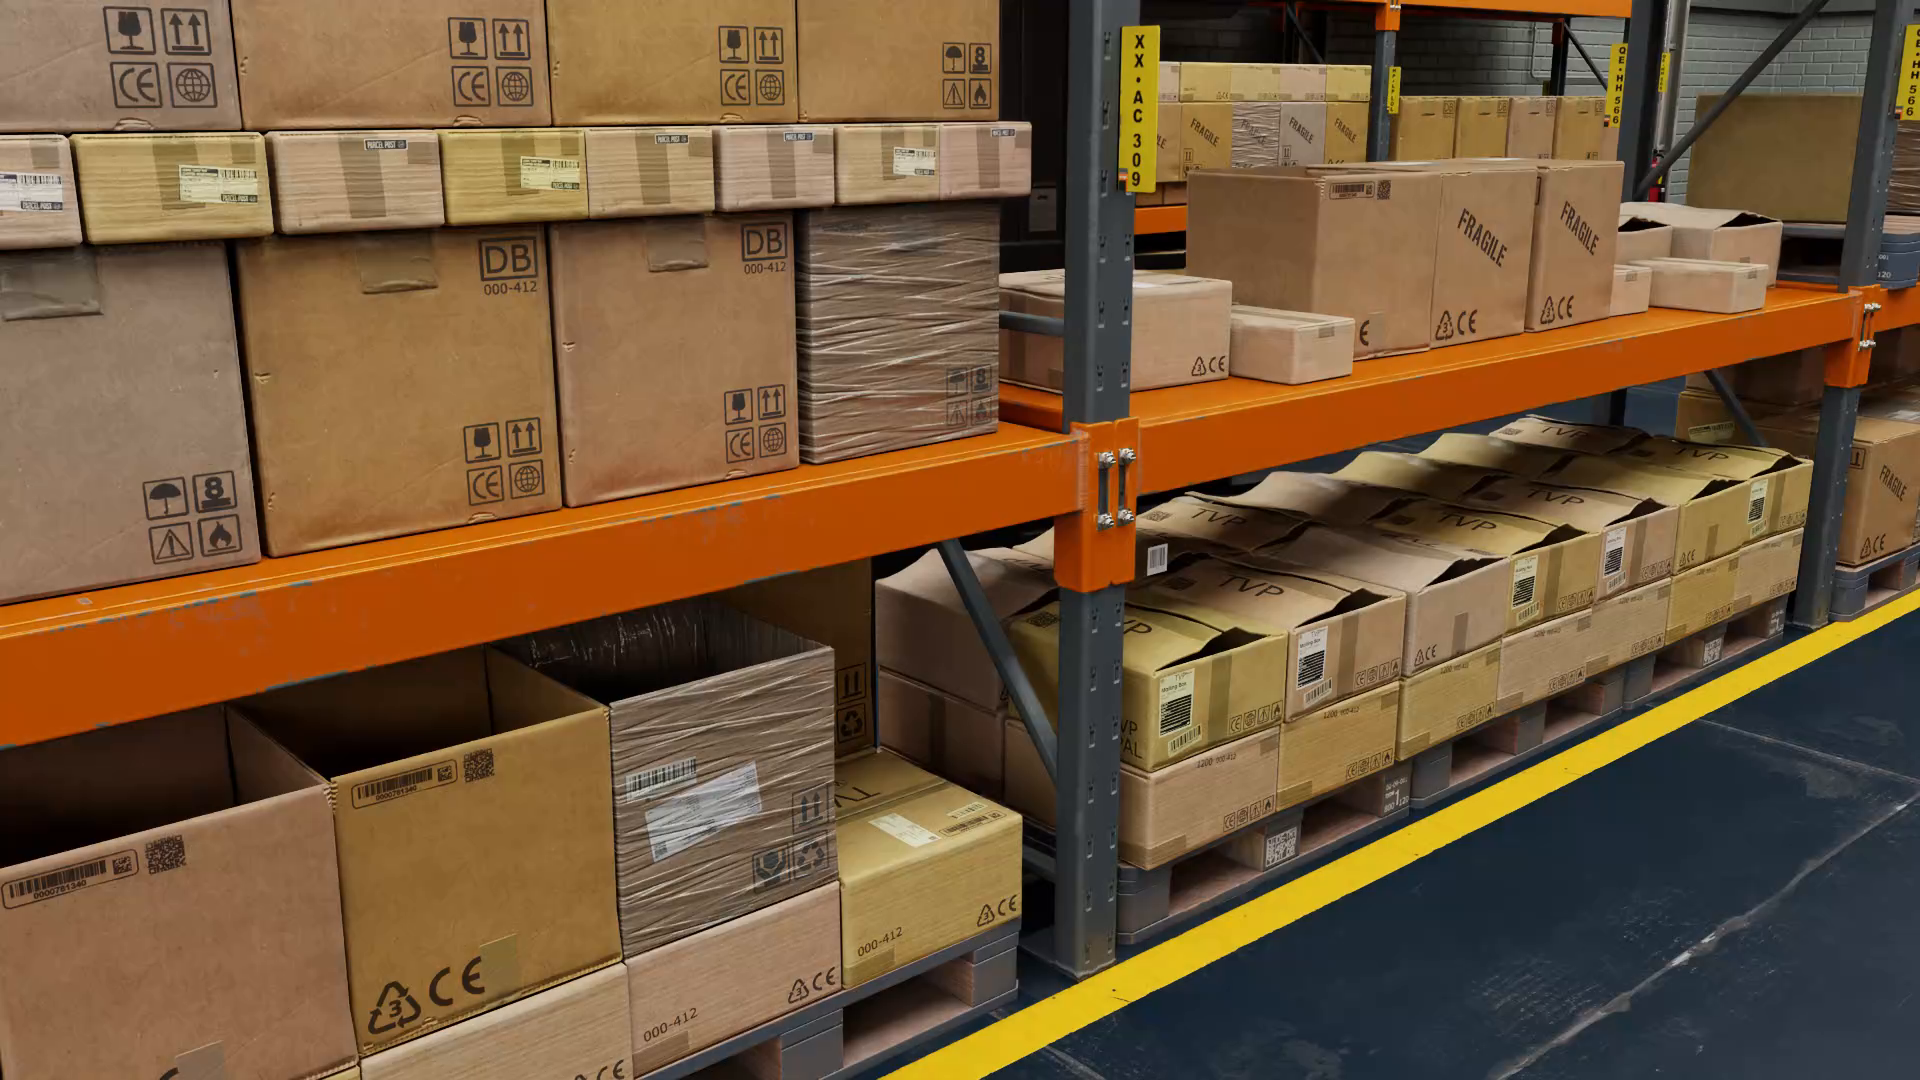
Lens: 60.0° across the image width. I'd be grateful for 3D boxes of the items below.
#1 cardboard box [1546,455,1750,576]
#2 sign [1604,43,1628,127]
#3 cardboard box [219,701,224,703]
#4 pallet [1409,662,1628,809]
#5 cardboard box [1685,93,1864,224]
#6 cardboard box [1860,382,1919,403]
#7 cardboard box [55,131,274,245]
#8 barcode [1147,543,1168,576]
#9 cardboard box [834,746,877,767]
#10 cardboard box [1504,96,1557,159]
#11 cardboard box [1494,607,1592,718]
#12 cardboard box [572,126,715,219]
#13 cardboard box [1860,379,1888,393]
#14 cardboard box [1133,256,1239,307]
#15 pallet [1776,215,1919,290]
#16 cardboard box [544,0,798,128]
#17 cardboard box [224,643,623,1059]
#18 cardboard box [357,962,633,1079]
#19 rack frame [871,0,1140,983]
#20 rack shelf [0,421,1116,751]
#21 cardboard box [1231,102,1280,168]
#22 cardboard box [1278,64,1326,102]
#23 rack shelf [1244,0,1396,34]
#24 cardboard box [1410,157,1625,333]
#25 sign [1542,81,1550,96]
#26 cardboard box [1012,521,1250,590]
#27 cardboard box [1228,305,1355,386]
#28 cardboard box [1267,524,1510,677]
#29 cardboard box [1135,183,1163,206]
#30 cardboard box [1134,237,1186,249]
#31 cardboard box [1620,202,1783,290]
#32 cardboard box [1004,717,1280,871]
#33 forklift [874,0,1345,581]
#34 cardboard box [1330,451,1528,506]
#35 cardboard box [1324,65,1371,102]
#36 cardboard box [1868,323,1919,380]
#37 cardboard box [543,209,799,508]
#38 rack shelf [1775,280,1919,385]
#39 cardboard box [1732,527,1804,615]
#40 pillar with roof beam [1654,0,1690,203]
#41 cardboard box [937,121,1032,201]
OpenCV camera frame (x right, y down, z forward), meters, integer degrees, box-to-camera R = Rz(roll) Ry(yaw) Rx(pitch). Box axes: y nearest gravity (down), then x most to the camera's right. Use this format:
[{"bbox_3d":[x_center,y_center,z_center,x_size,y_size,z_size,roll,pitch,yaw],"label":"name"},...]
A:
[{"bbox_3d":[2.393,-0.121,5.816,0.500,0.311,0.500,-13,20,-40],"label":"cardboard box"},{"bbox_3d":[2.651,-1.826,6.684,0.005,0.325,0.100,-13,19,-39],"label":"sign"},{"bbox_3d":[-1.313,0.427,3.401,0.500,0.500,0.500,-13,19,-39],"label":"cardboard box"},{"bbox_3d":[1.448,0.484,5.531,1.213,0.211,1.003,-13,19,-39],"label":"pallet"},{"bbox_3d":[3.416,-1.581,6.849,0.700,0.500,0.500,8,17,28],"label":"cardboard box"},{"bbox_3d":[4.318,-0.401,7.431,0.500,0.500,0.500,-13,20,-40],"label":"cardboard box"},{"bbox_3d":[-1.225,-0.537,2.497,0.250,0.149,0.380,-12,19,-38],"label":"cardboard box"},{"bbox_3d":[0.463,0.046,3.898,0.075,0.075,0.001,-13,19,-39],"label":"barcode"},{"bbox_3d":[-0.552,0.622,4.125,0.500,0.250,0.500,-13,19,-39],"label":"cardboard box"},{"bbox_3d":[4.294,-3.324,13.800,0.700,0.700,0.980,-14,20,-42],"label":"cardboard box"},{"bbox_3d":[1.624,0.321,5.249,0.500,0.250,0.500,-12,19,-38],"label":"cardboard box"},{"bbox_3d":[-0.649,-0.666,2.982,0.250,0.149,0.380,-13,20,-39],"label":"cardboard box"},{"bbox_3d":[3.957,-0.498,7.792,0.500,0.500,0.500,-14,20,-41],"label":"cardboard box"},{"bbox_3d":[0.540,-0.643,4.606,0.258,0.266,0.396,-13,20,-41],"label":"cardboard box"},{"bbox_3d":[3.480,-1.237,6.940,1.003,0.211,1.213,-13,19,-39],"label":"pallet"},{"bbox_3d":[-0.714,-1.036,3.110,0.500,0.500,0.700,-13,20,-39],"label":"cardboard box"},{"bbox_3d":[-0.969,0.529,3.019,0.500,0.500,0.500,-13,19,-39],"label":"cardboard box"},{"bbox_3d":[-0.961,0.894,3.107,0.500,0.250,0.500,-13,19,-39],"label":"cardboard box"},{"bbox_3d":[-0.003,-0.523,3.897,0.127,3.000,1.000,-13,19,-39],"label":"rack frame"},{"bbox_3d":[-1.512,0.163,2.722,4.000,0.370,1.077,-13,19,-39],"label":"rack shelf"},{"bbox_3d":[1.832,-2.745,11.405,0.500,0.500,0.500,-13,19,-39],"label":"cardboard box"},{"bbox_3d":[2.201,-3.193,11.628,0.500,0.250,0.500,-12,19,-38],"label":"cardboard box"},{"bbox_3d":[1.269,-3.605,11.016,4.000,0.370,1.077,-13,19,-39],"label":"rack shelf"},{"bbox_3d":[1.759,-0.962,5.345,0.500,0.500,0.500,-14,20,-42],"label":"cardboard box"},{"bbox_3d":[5.435,-4.086,15.402,0.005,0.325,0.100,-13,19,-39],"label":"sign"},{"bbox_3d":[0.503,0.117,4.926,0.500,0.311,0.500,-12,19,-38],"label":"cardboard box"},{"bbox_3d":[0.800,-0.512,4.343,0.250,0.149,0.380,-13,19,-39],"label":"cardboard box"},{"bbox_3d":[1.243,0.138,4.849,0.500,0.311,0.500,-14,20,-41],"label":"cardboard box"},{"bbox_3d":[1.113,-2.287,10.948,0.250,0.149,0.380,-12,19,-39],"label":"cardboard box"},{"bbox_3d":[1.704,-1.720,11.729,0.750,0.750,0.750,-12,19,-38],"label":"cardboard box"},{"bbox_3d":[2.711,-1.105,6.247,0.500,0.311,0.500,-11,19,-36],"label":"cardboard box"},{"bbox_3d":[0.464,0.582,4.273,0.500,0.250,0.500,-13,20,-41],"label":"cardboard box"},{"bbox_3d":[0.630,-1.478,7.603,3.031,2.935,1.130,-7,16,-23],"label":"forklift"},{"bbox_3d":[1.650,-0.138,5.883,0.500,0.311,0.500,-13,20,-41],"label":"cardboard box"},{"bbox_3d":[2.593,-3.278,11.946,0.500,0.250,0.500,-12,19,-38],"label":"cardboard box"},{"bbox_3d":[4.375,-0.957,8.058,0.500,0.250,0.500,-13,20,-40],"label":"cardboard box"},{"bbox_3d":[-0.727,-0.405,3.259,0.500,0.500,0.700,-13,20,-40],"label":"cardboard box"},{"bbox_3d":[4.523,-1.192,7.795,4.000,0.370,1.077,-13,19,-39],"label":"rack shelf"},{"bbox_3d":[2.778,0.061,6.223,0.500,0.250,0.500,-12,19,-38],"label":"cardboard box"},{"bbox_3d":[10.090,-6.206,13.547,0.400,9.000,9.100,-13,19,-39],"label":"pillar with roof beam"},{"bbox_3d":[-0.068,-0.797,3.472,0.250,0.149,0.380,-13,20,-39],"label":"cardboard box"}]
